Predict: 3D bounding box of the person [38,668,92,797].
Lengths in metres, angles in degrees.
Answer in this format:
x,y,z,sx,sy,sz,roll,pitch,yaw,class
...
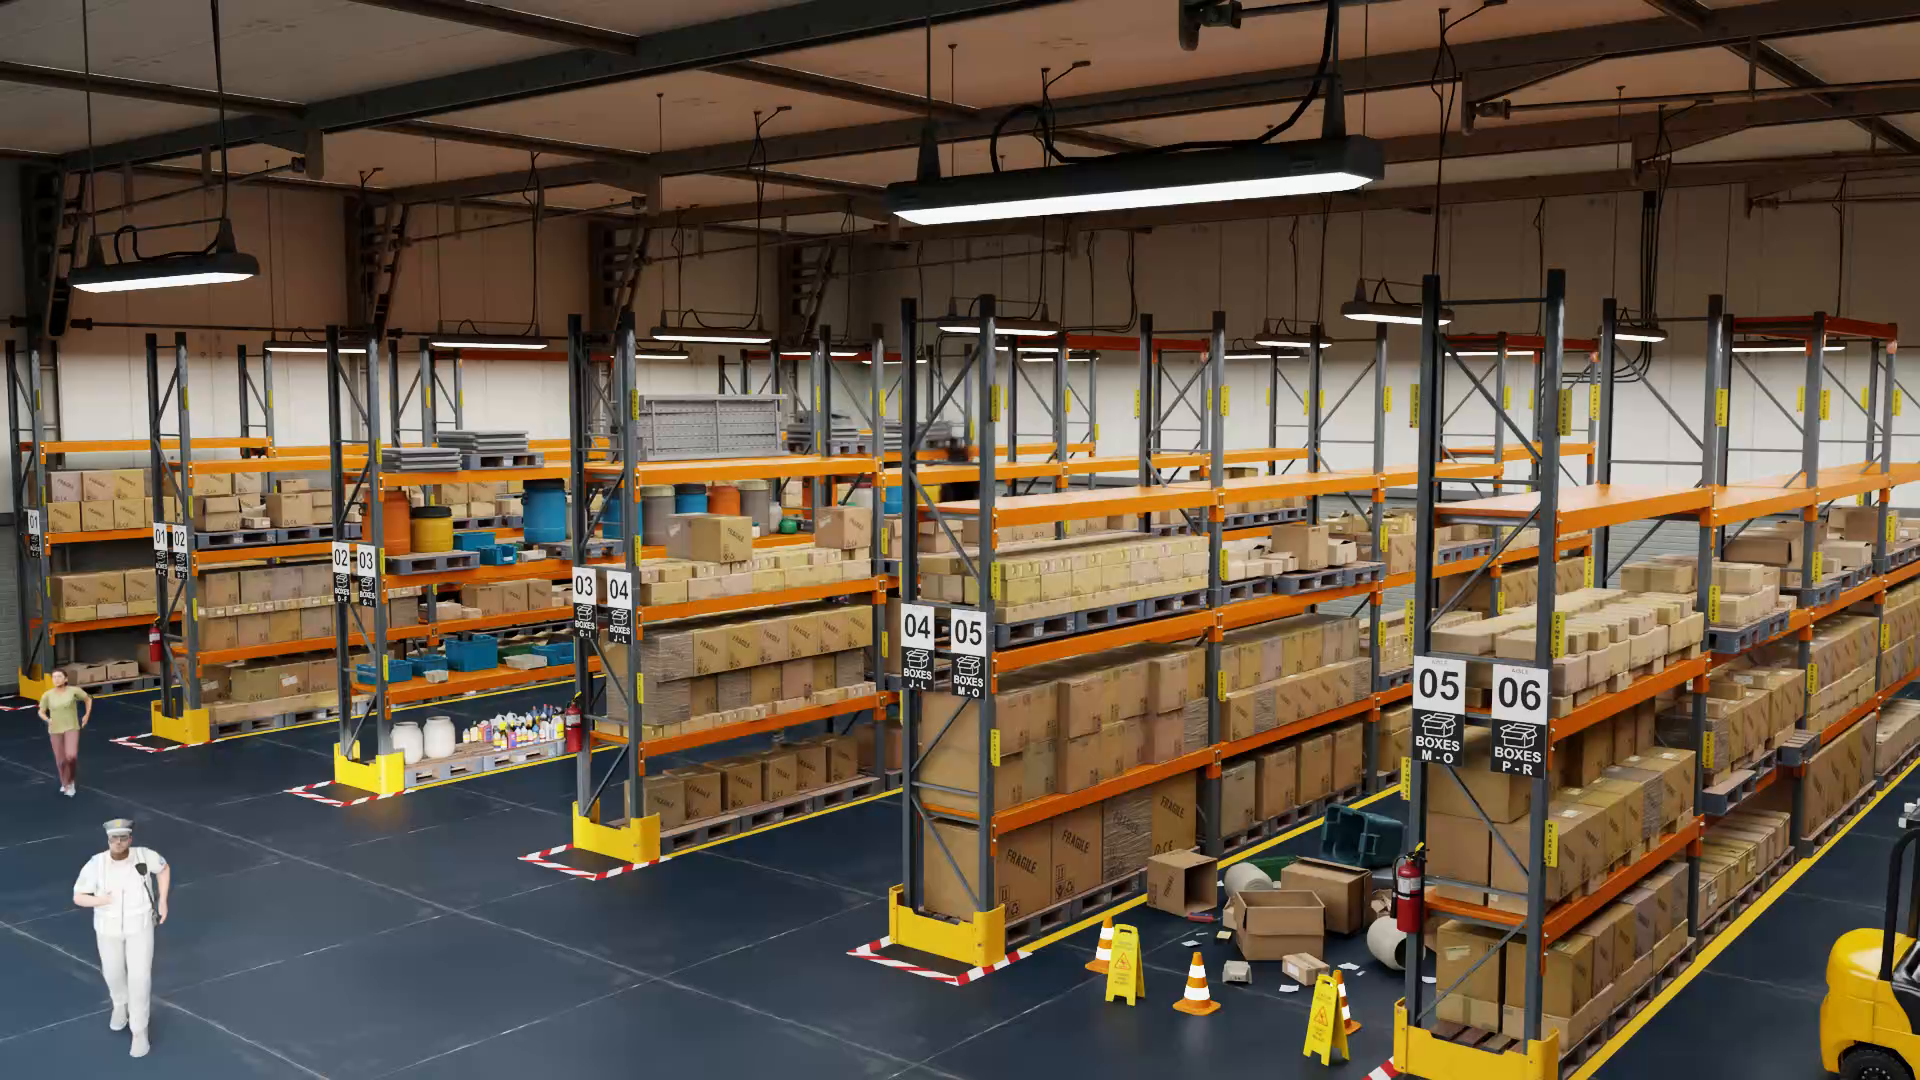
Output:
x,y,z,sx,sy,sz,roll,pitch,yaw,class
-11.394,2.446,21.164,0.586,1.641,0.647,-2,5,-20,person

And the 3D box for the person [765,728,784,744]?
x,y,z,sx,sy,sz,roll,pitch,yaw,class
-2.576,2.205,23.141,0.522,1.205,0.539,3,6,26,person

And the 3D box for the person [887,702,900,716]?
x,y,z,sx,sy,sz,roll,pitch,yaw,class
-1.148,1.989,25.452,0.614,1.526,0.725,3,6,29,person

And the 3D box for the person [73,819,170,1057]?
x,y,z,sx,sy,sz,roll,pitch,yaw,class
-6.632,3.091,13.186,0.664,1.844,0.848,-2,6,-21,person
